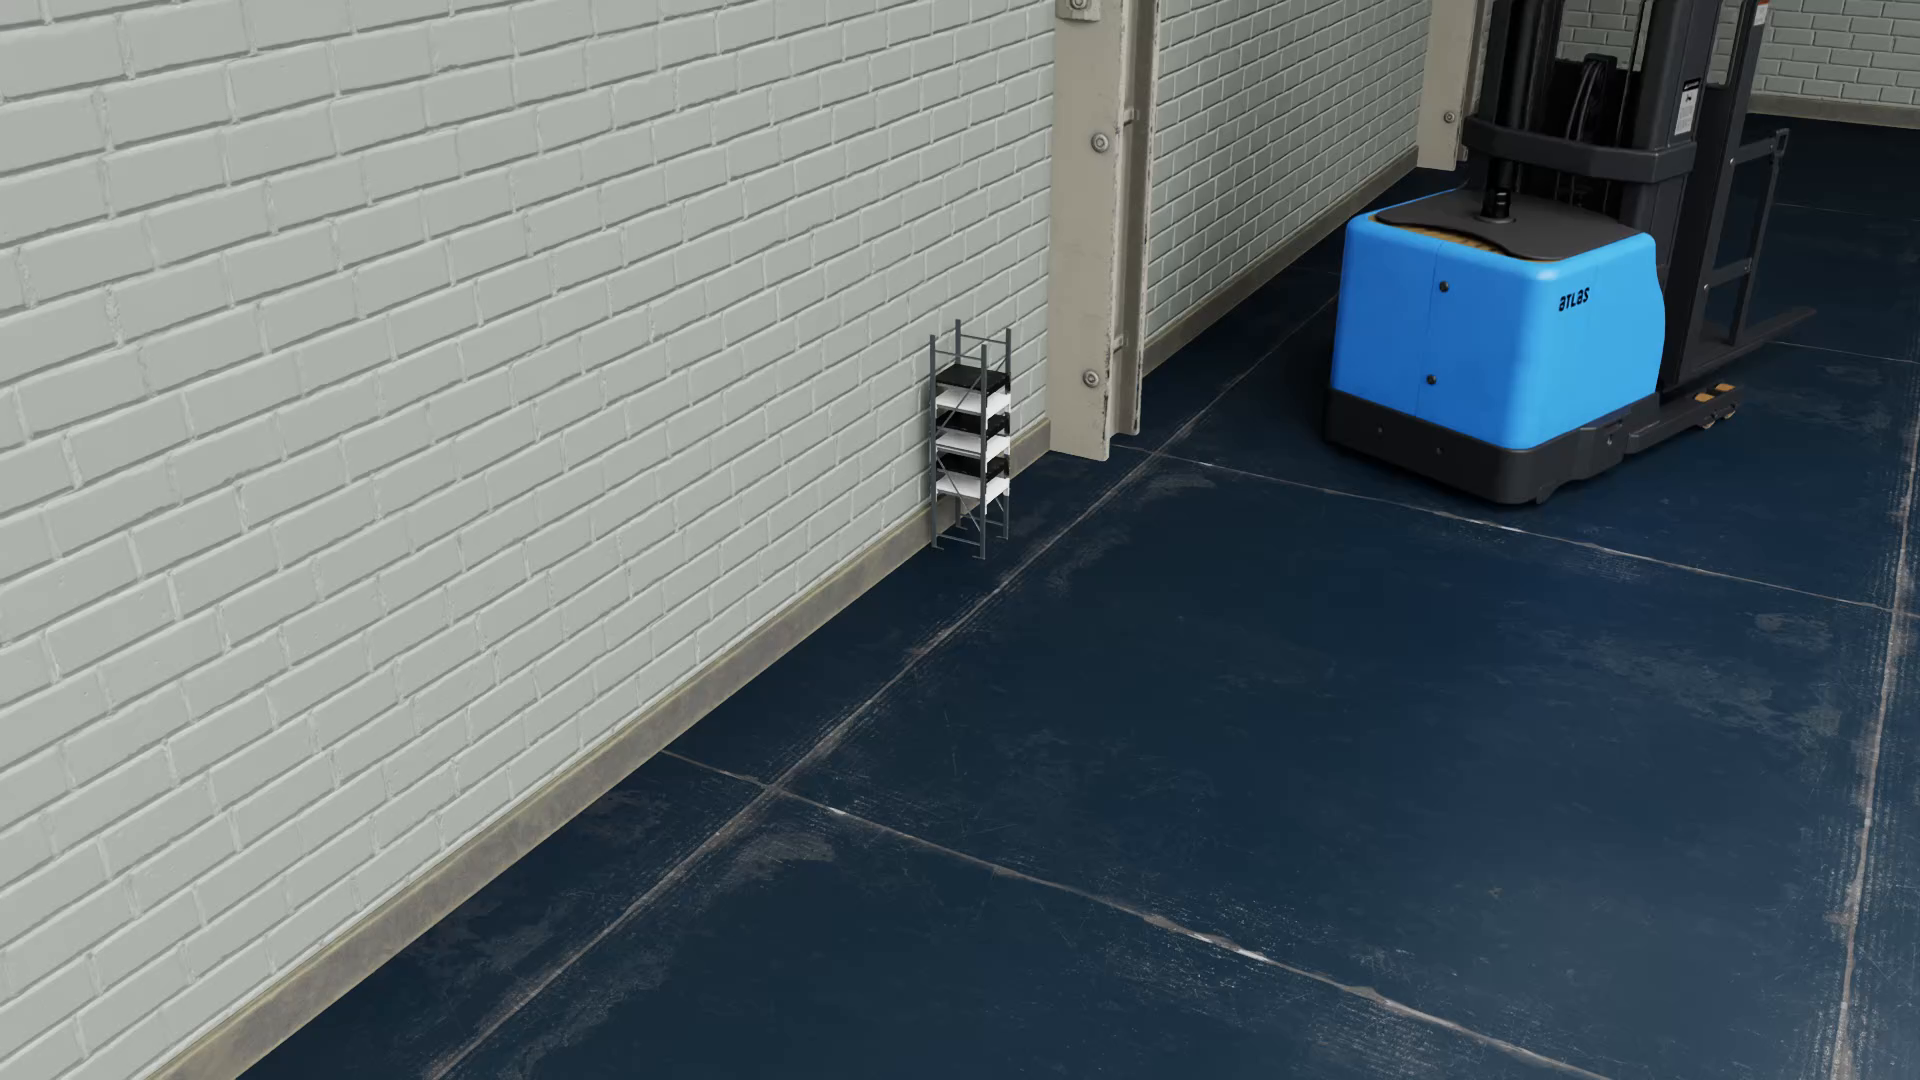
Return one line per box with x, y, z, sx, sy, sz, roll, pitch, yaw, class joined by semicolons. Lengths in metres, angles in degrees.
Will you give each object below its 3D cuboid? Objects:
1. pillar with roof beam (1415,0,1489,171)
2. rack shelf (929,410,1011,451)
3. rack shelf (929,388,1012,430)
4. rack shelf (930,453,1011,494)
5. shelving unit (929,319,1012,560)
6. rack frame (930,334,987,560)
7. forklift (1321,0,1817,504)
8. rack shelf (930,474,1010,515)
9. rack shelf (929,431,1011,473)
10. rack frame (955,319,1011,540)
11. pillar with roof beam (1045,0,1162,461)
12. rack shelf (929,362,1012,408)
7.308;-5.877;8.438;9.100;9.000;0.400;14;30;26;pillar with roof beam
0.041;-0.440;6.497;0.258;0.077;0.200;14;30;25;rack shelf
0.041;-0.521;6.457;0.258;0.077;0.200;14;30;25;rack shelf
0.040;-0.279;6.578;0.258;0.077;0.200;14;30;25;rack shelf
0.041;-0.390;6.523;0.258;0.900;0.210;14;30;25;shelving unit
-0.008;-0.350;6.442;0.240;0.900;0.006;14;30;25;rack frame
3.092;-1.991;7.453;3.031;2.935;1.130;-21;33;-35;forklift
0.040;-0.199;6.618;0.258;0.077;0.200;14;30;25;rack shelf
0.041;-0.360;6.537;0.258;0.077;0.200;14;30;25;rack shelf
0.089;-0.430;6.603;0.240;0.900;0.006;14;30;25;rack frame
4.357;-3.539;3.767;9.100;9.000;0.400;14;30;26;pillar with roof beam
0.041;-0.601;6.416;0.258;0.077;0.200;14;30;25;rack shelf
